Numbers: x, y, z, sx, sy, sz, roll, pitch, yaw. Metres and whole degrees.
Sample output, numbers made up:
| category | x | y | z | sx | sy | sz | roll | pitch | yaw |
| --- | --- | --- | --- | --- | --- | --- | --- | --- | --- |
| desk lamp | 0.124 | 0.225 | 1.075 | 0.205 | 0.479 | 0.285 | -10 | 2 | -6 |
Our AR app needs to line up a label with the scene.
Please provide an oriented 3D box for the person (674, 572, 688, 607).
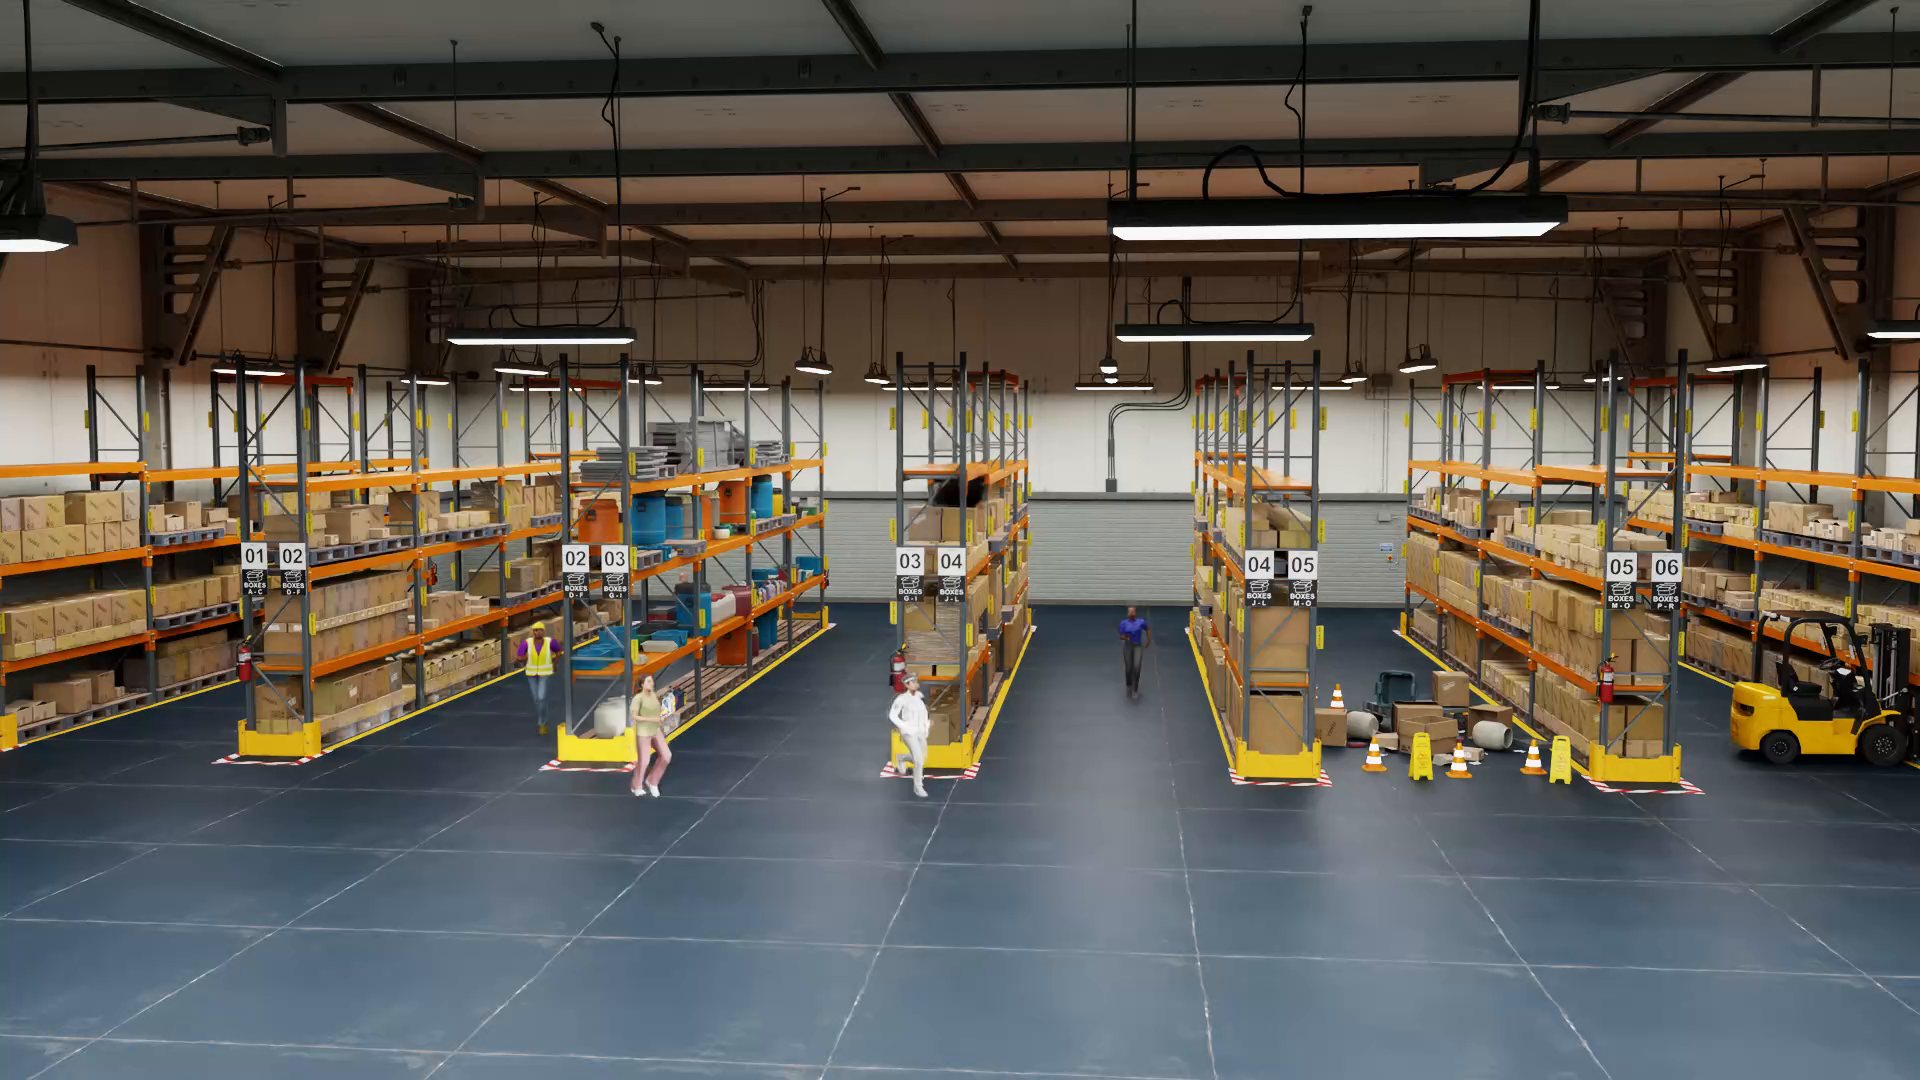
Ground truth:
| category | x | y | z | sx | sy | sz | roll | pitch | yaw |
| --- | --- | --- | --- | --- | --- | --- | --- | --- | --- |
| person | -5.855 | 1.598 | 35.578 | 0.669 | 1.853 | 0.865 | 1 | 4 | 8 |

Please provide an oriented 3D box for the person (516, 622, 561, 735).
| category | x | y | z | sx | sy | sz | roll | pitch | yaw |
| --- | --- | --- | --- | --- | --- | --- | --- | --- | --- |
| person | -6.822 | 2.224 | 26.878 | 0.662 | 1.835 | 0.774 | 0 | 4 | -3 |

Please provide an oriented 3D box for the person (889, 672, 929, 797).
| category | x | y | z | sx | sy | sz | roll | pitch | yaw |
| --- | --- | --- | --- | --- | --- | --- | --- | --- | --- |
| person | -0.677 | 2.601 | 22.453 | 0.632 | 1.668 | 0.703 | -4 | 6 | -44 |

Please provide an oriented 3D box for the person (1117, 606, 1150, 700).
| category | x | y | z | sx | sy | sz | roll | pitch | yaw |
| --- | --- | --- | --- | --- | --- | --- | --- | --- | --- |
| person | 3.168 | 2.043 | 30.353 | 0.582 | 1.694 | 0.765 | 1 | 4 | 10 |

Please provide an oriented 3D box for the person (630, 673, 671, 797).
| category | x | y | z | sx | sy | sz | roll | pitch | yaw |
| --- | --- | --- | --- | --- | --- | --- | --- | --- | --- |
| person | -4.137 | 2.598 | 22.062 | 0.659 | 1.678 | 0.589 | 3 | 5 | 37 |
